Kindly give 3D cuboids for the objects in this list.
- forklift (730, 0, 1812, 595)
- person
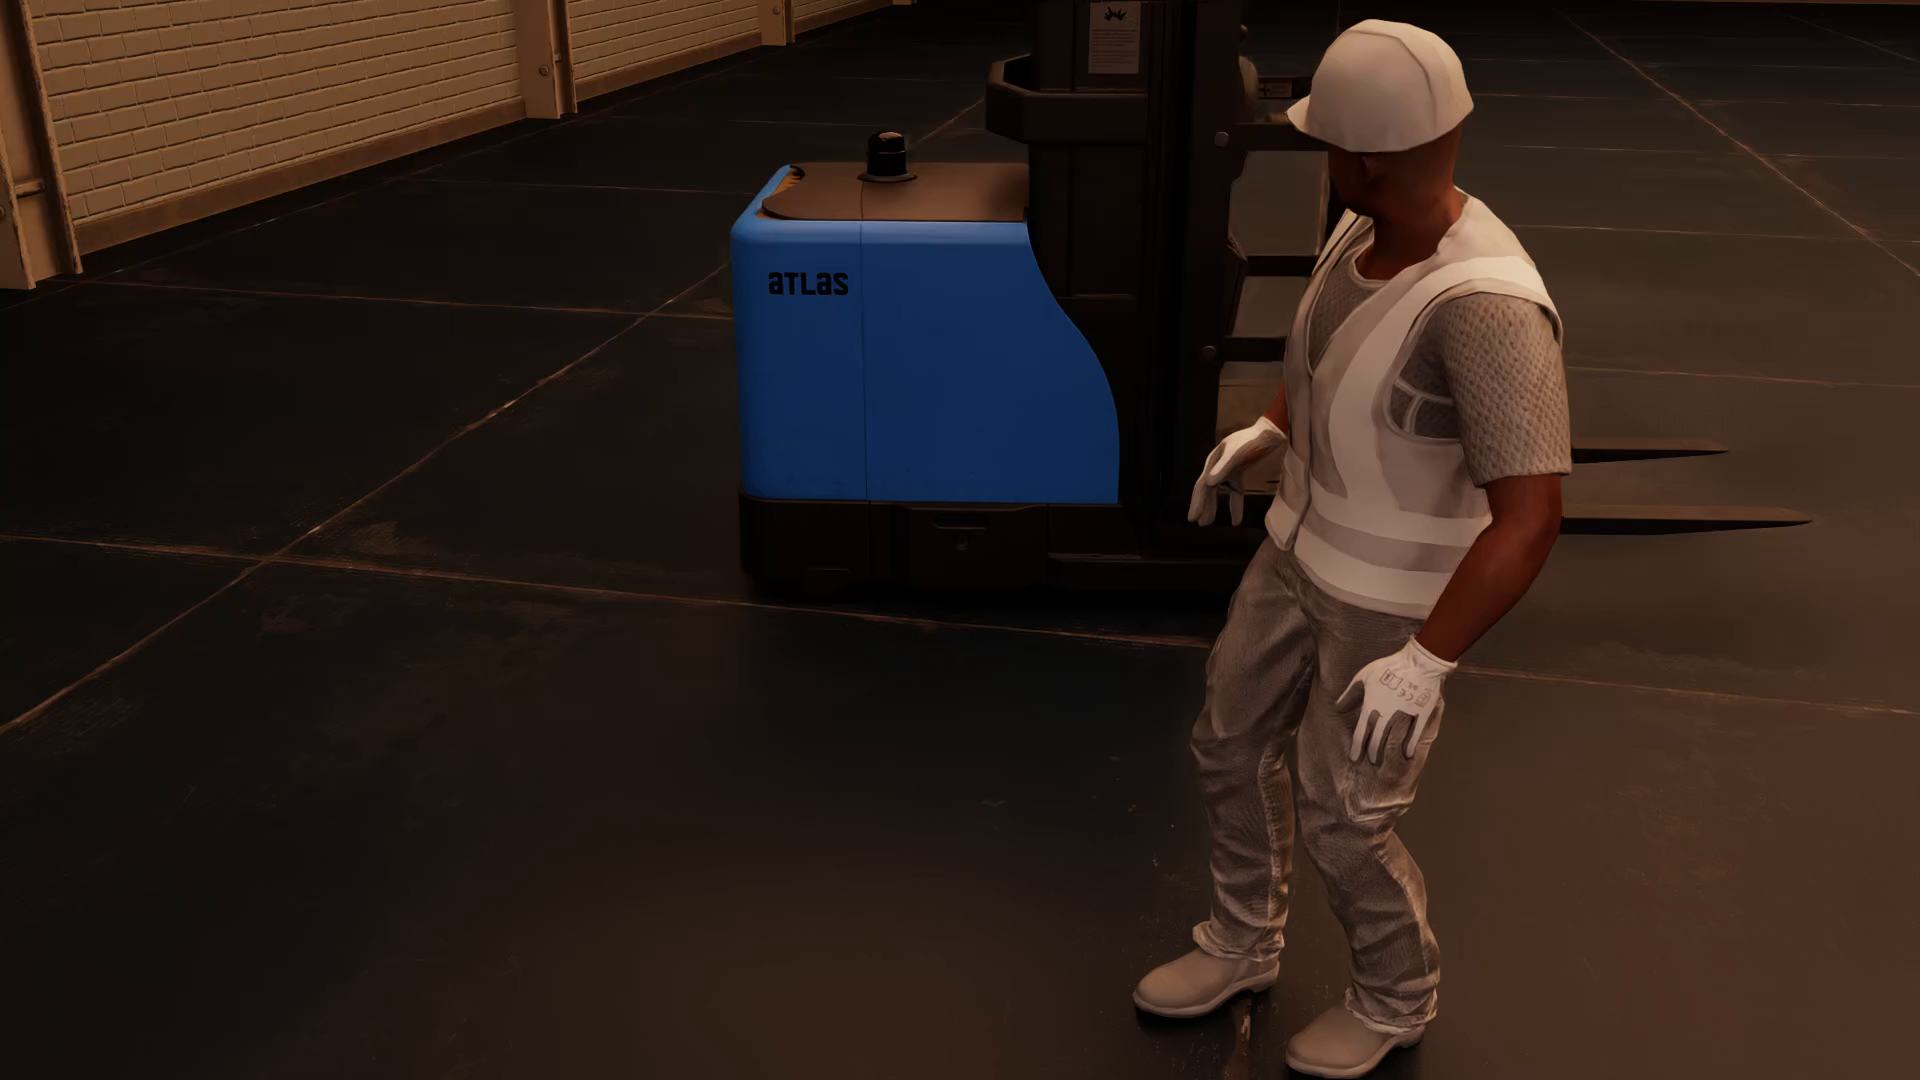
[{"bbox_3d":[0.906,-1.353,4.585,3.031,2.935,1.130,1,22,2],"label":"forklift"},{"bbox_3d":[0.607,0.083,2.639,0.515,1.746,0.763,-7,23,-17],"label":"person"}]
